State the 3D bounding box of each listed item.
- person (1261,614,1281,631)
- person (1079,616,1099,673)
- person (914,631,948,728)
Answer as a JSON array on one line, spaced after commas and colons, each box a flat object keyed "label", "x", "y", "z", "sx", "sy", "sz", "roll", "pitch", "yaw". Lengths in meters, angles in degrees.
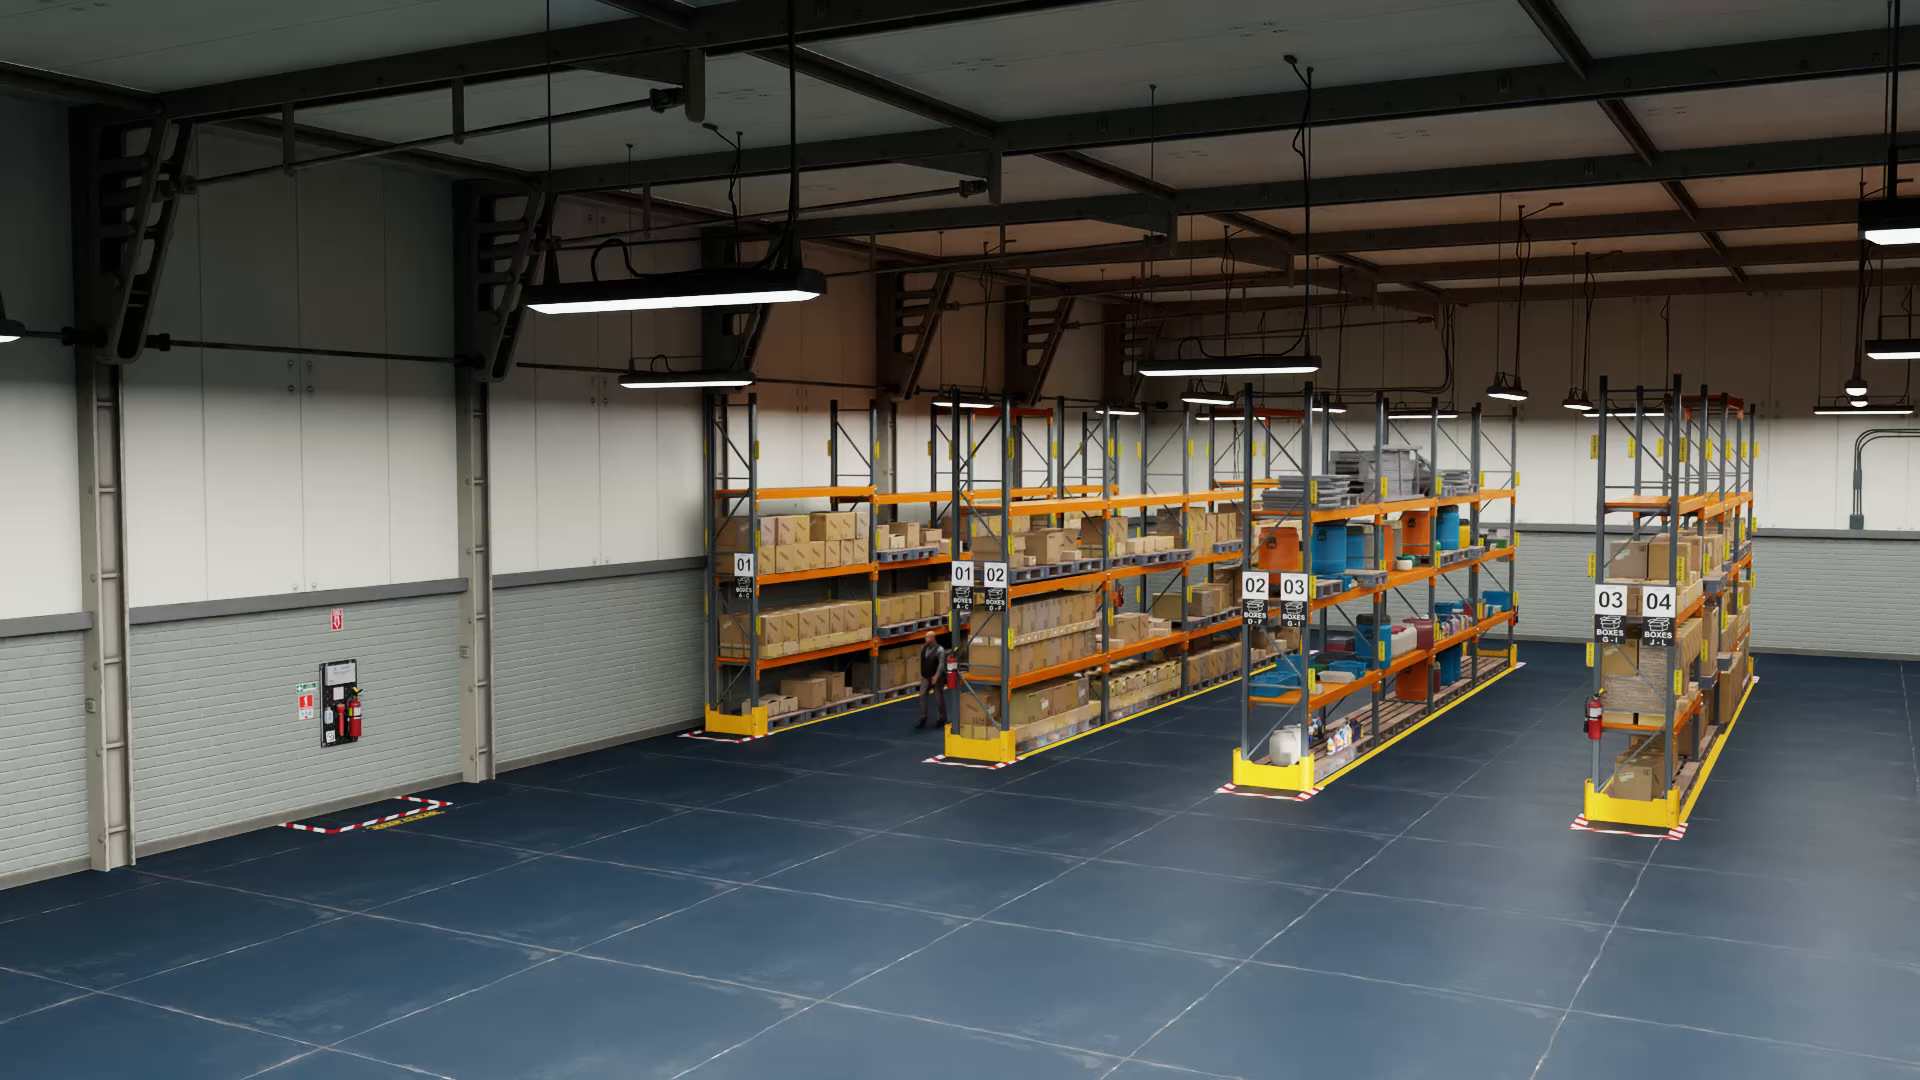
[{"label": "person", "x": 8.438, "y": 1.711, "z": 44.768, "sx": 0.588, "sy": 1.717, "sz": 0.640, "roll": -2, "pitch": 4, "yaw": -39}, {"label": "person", "x": 2.709, "y": 2.224, "z": 35.251, "sx": 0.597, "sy": 1.842, "sz": 0.535, "roll": 3, "pitch": 4, "yaw": 40}, {"label": "person", "x": -0.536, "y": 2.512, "z": 30.148, "sx": 0.567, "sy": 1.702, "sz": 0.855, "roll": 2, "pitch": 4, "yaw": 31}]
